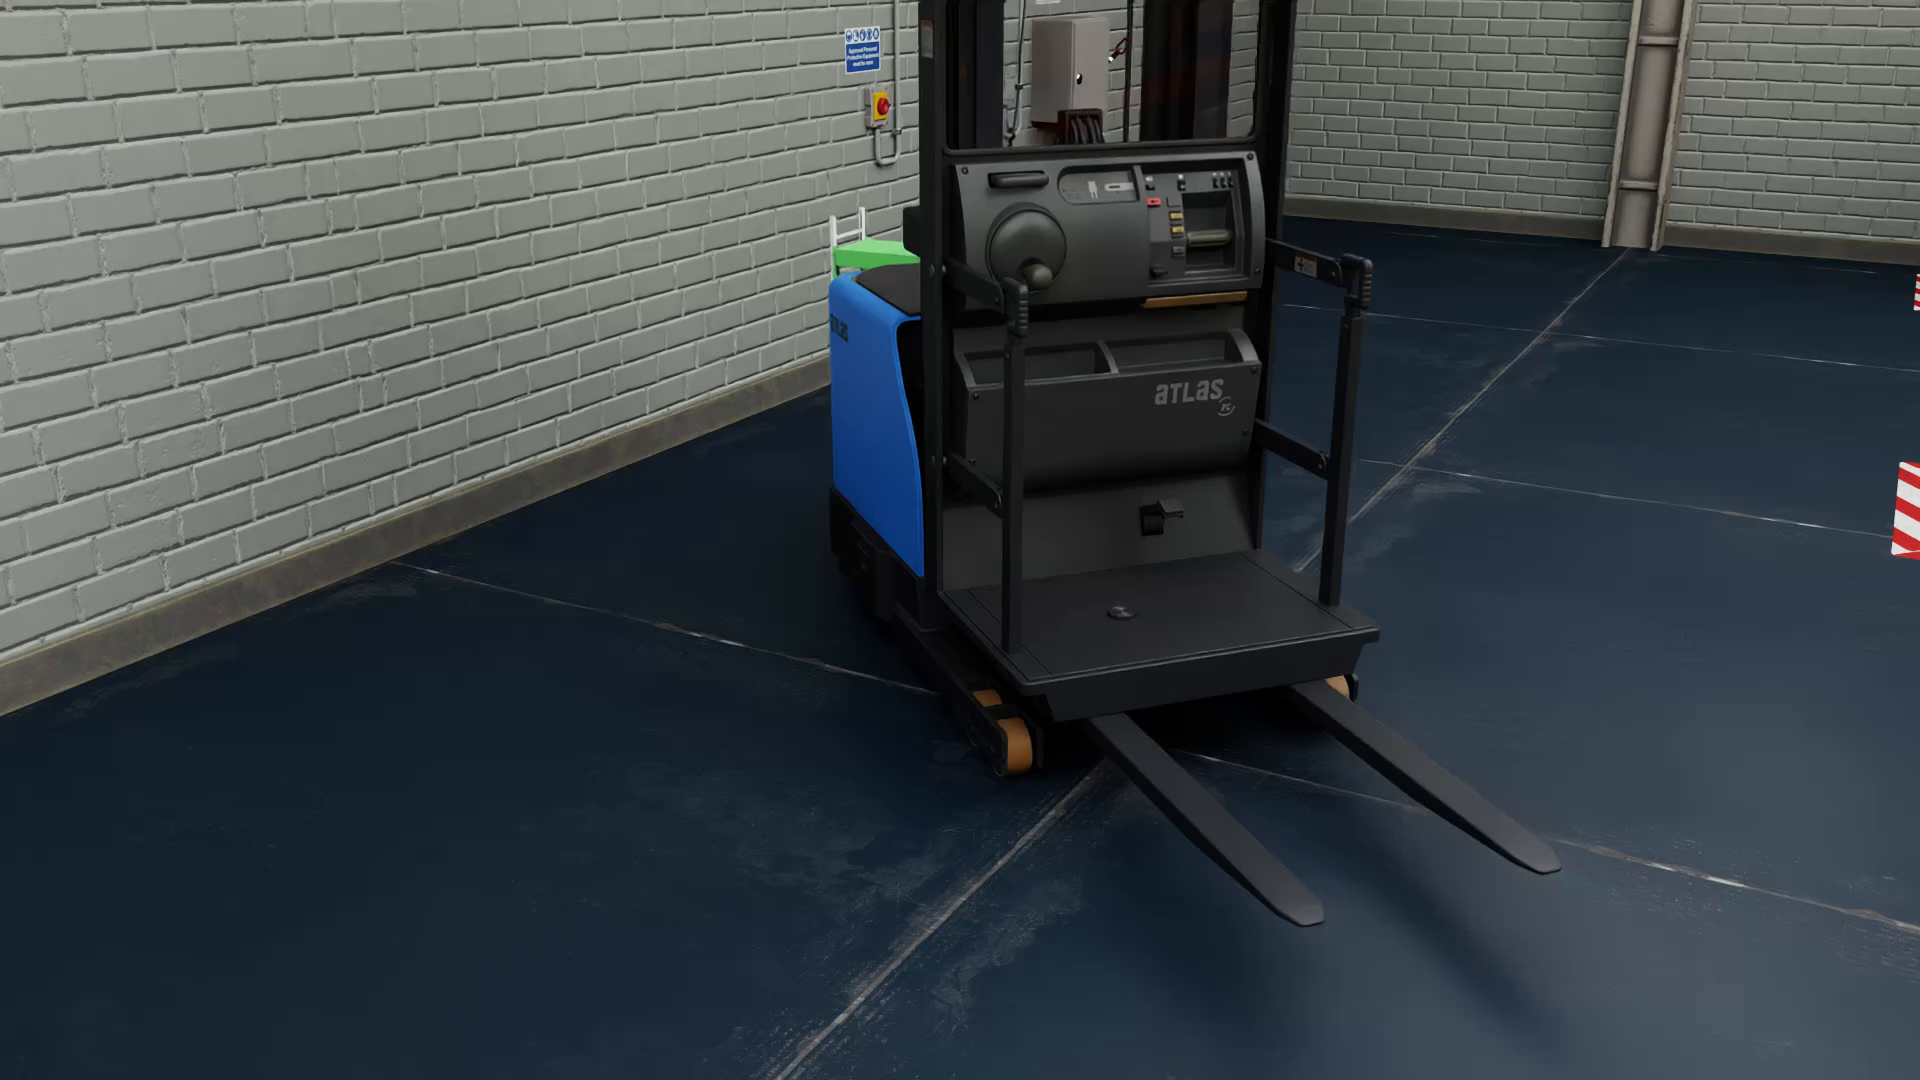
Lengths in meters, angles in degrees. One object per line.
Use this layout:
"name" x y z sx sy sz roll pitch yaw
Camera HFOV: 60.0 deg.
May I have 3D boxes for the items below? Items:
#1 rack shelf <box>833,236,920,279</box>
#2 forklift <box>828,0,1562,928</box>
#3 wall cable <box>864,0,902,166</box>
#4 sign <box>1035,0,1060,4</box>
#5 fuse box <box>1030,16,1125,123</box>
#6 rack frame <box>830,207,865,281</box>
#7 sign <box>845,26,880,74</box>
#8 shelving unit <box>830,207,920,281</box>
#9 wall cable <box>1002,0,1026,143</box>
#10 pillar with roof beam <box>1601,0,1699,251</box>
"rack shelf" -0.204 -1.025 6.210 0.480 0.148 0.258 9 22 24
"forklift" 0.510 -0.884 4.503 1.130 2.935 3.031 -7 21 -19
"wall cable" -0.412 -2.839 8.258 0.123 1.953 0.585 11 23 27
"sign" 0.532 -3.354 10.003 0.001 0.242 0.339 11 23 27
"fuse box" 0.740 -2.343 10.314 0.414 1.711 0.539 11 23 27
"rack frame" -0.423 -0.670 6.453 0.015 1.200 0.240 9 22 24
"sign" -0.489 -2.470 8.379 0.001 0.218 0.327 11 23 27
"shelving unit" -0.204 -0.634 6.352 0.503 1.200 0.258 9 22 24
"wall cable" 0.269 -3.249 9.433 0.122 1.984 0.588 11 23 27
"pillar with roof beam" 2.926 -5.150 7.366 0.400 9.000 9.100 11 23 27
